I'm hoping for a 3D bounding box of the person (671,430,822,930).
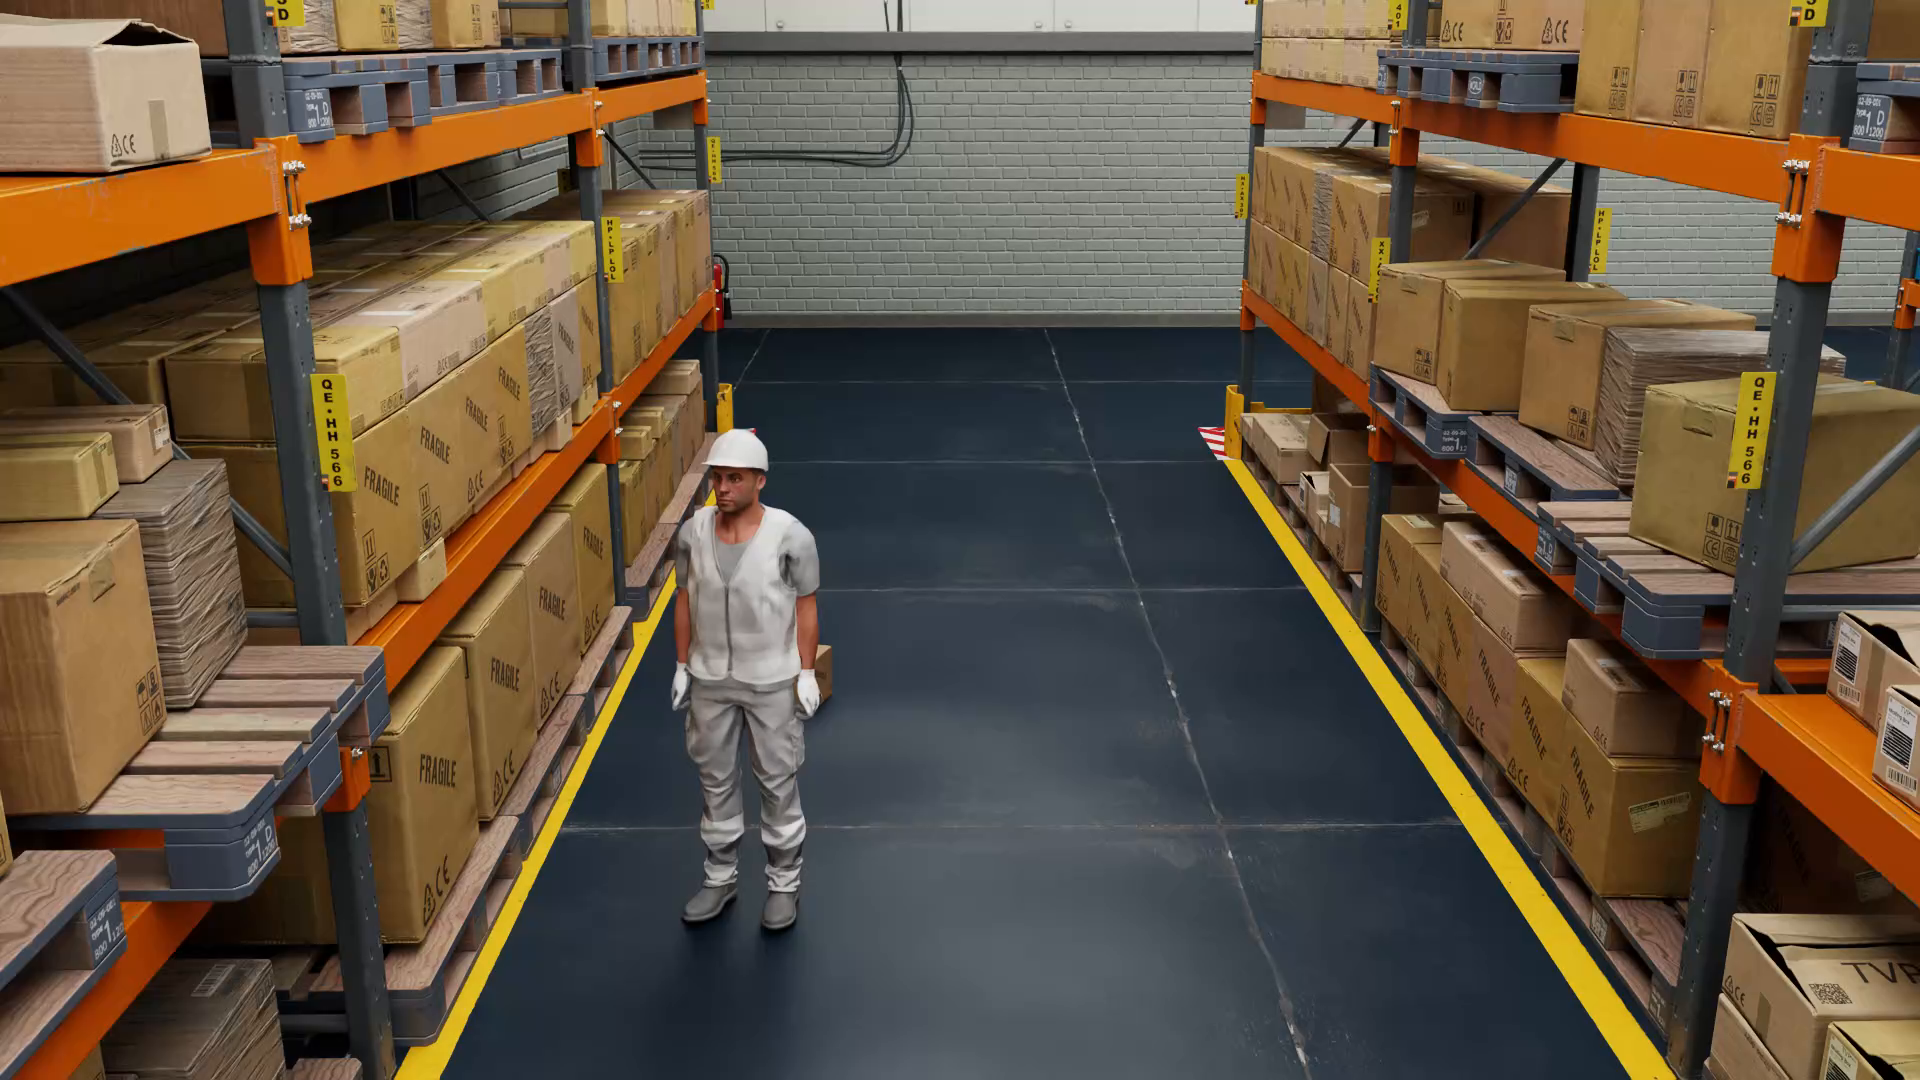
[{"bbox_3d":[-0.764,0.498,5.851,0.552,1.795,0.366,3,17,10],"label":"person"}]
